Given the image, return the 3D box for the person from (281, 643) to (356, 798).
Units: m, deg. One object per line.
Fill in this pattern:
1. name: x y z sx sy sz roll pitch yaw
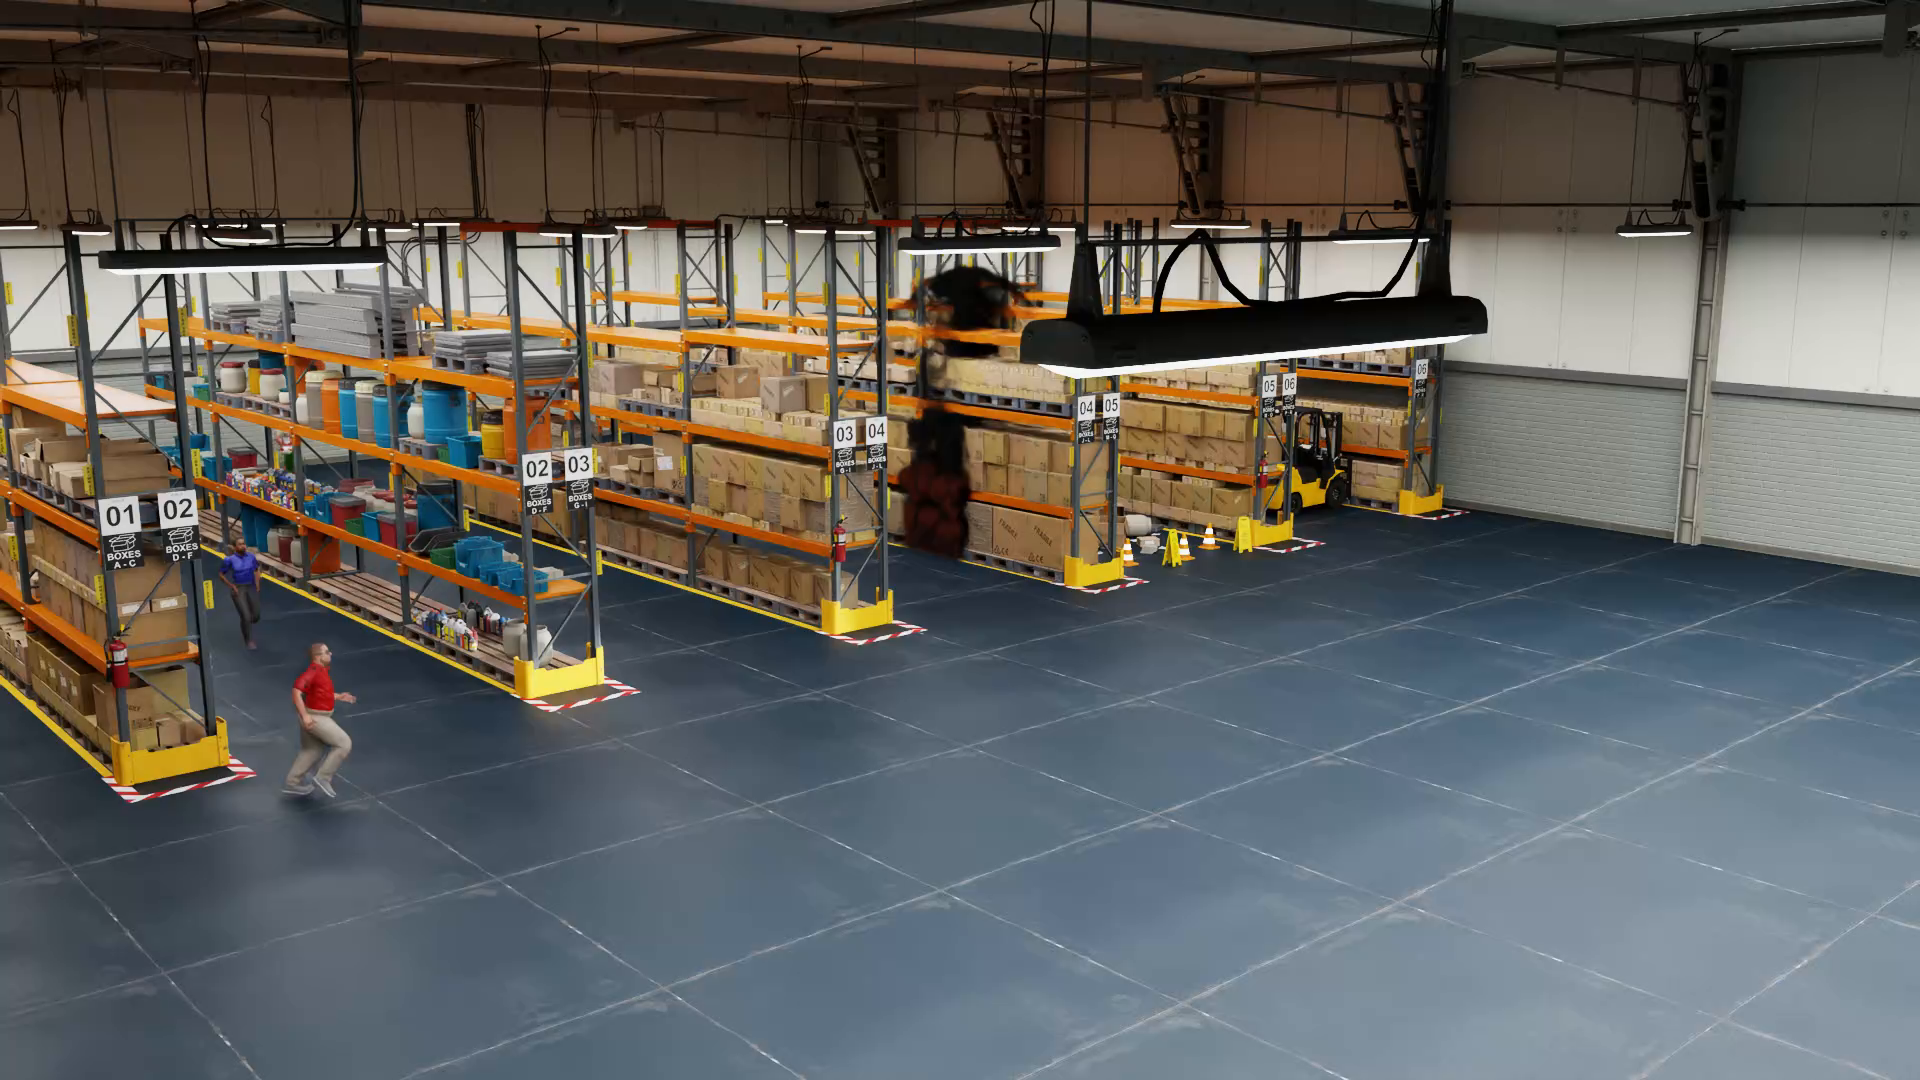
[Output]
1. person: -6.943 1.953 17.961 0.826 1.710 0.575 -5 13 -24

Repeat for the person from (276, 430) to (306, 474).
1. person: -14.902 -1.958 37.045 0.685 1.775 0.646 -6 13 -27

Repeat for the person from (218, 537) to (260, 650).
1. person: -10.406 0.750 24.087 0.562 1.631 0.586 11 16 44
